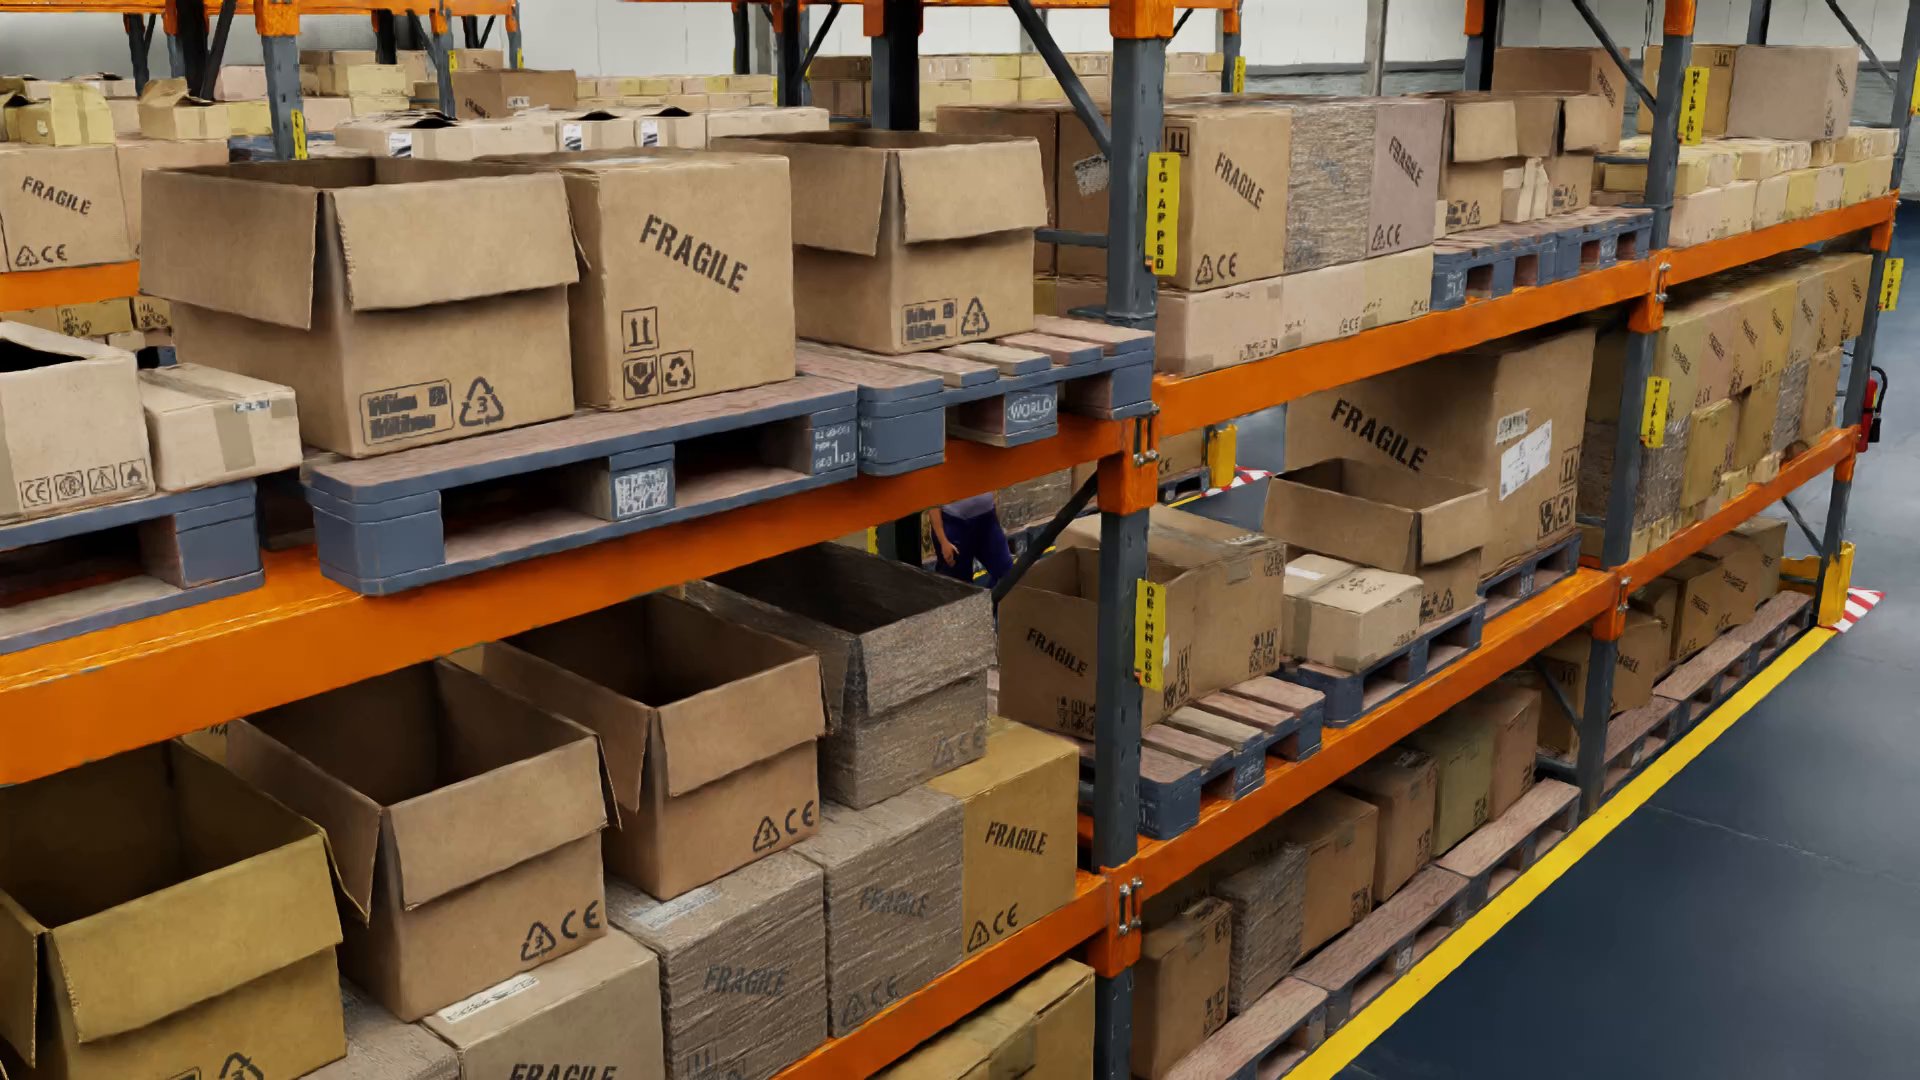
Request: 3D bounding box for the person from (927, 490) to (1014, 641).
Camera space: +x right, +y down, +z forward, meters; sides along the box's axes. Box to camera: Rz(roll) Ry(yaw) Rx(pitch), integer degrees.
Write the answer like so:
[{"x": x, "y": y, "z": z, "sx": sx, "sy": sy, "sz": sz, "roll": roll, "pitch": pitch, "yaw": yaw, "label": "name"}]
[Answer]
[{"x": 0.088, "y": -0.035, "z": 10.152, "sx": 0.629, "sy": 1.647, "sz": 0.408, "roll": -12, "pitch": 21, "yaw": -34, "label": "person"}]
